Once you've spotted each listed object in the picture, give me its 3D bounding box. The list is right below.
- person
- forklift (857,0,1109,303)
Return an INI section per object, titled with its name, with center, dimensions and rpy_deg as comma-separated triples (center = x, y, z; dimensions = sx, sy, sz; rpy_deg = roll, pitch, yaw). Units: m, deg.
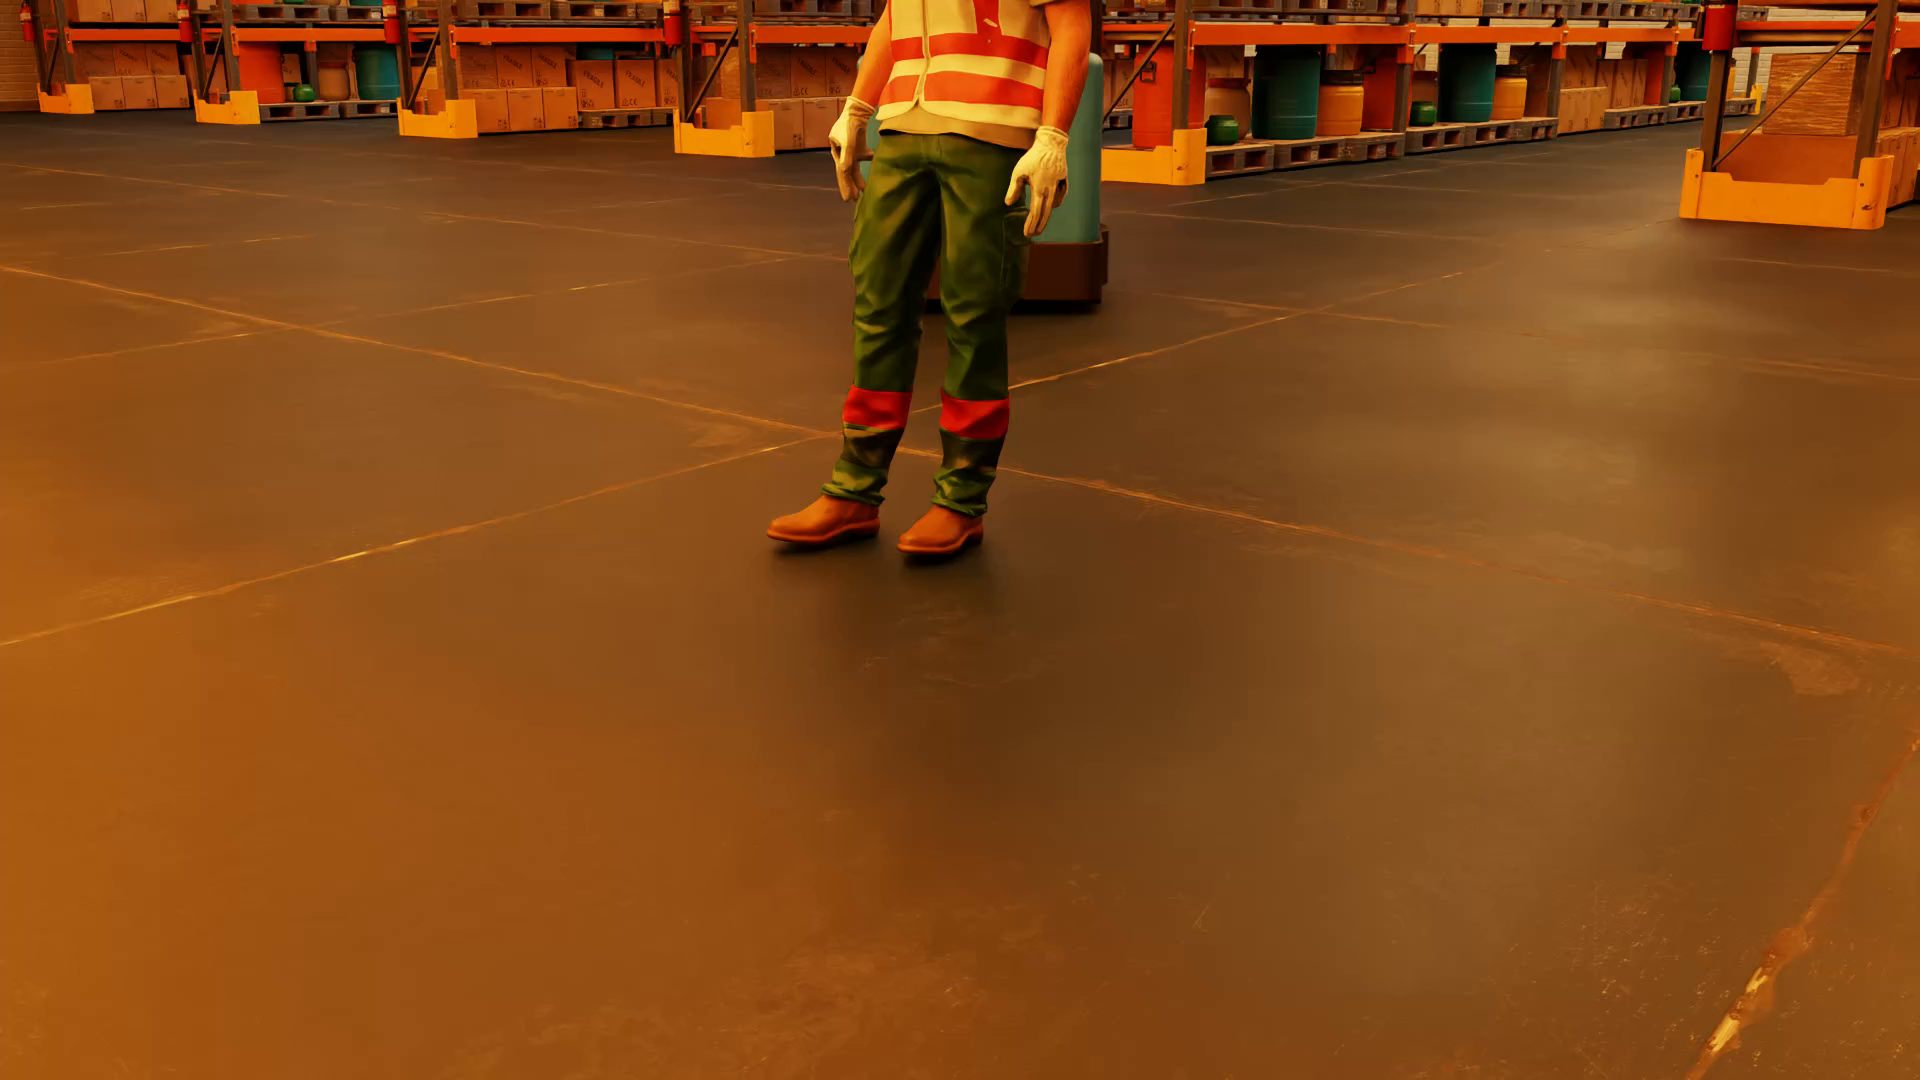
[person]
center = -0.061, -0.847, 3.628
dimensions = 0.637, 1.790, 0.562
rpy_deg = 13, 21, 37
[forklift]
center = 0.146, -2.791, 8.089
dimensions = 1.130, 2.935, 3.031
rpy_deg = 1, 17, 2
